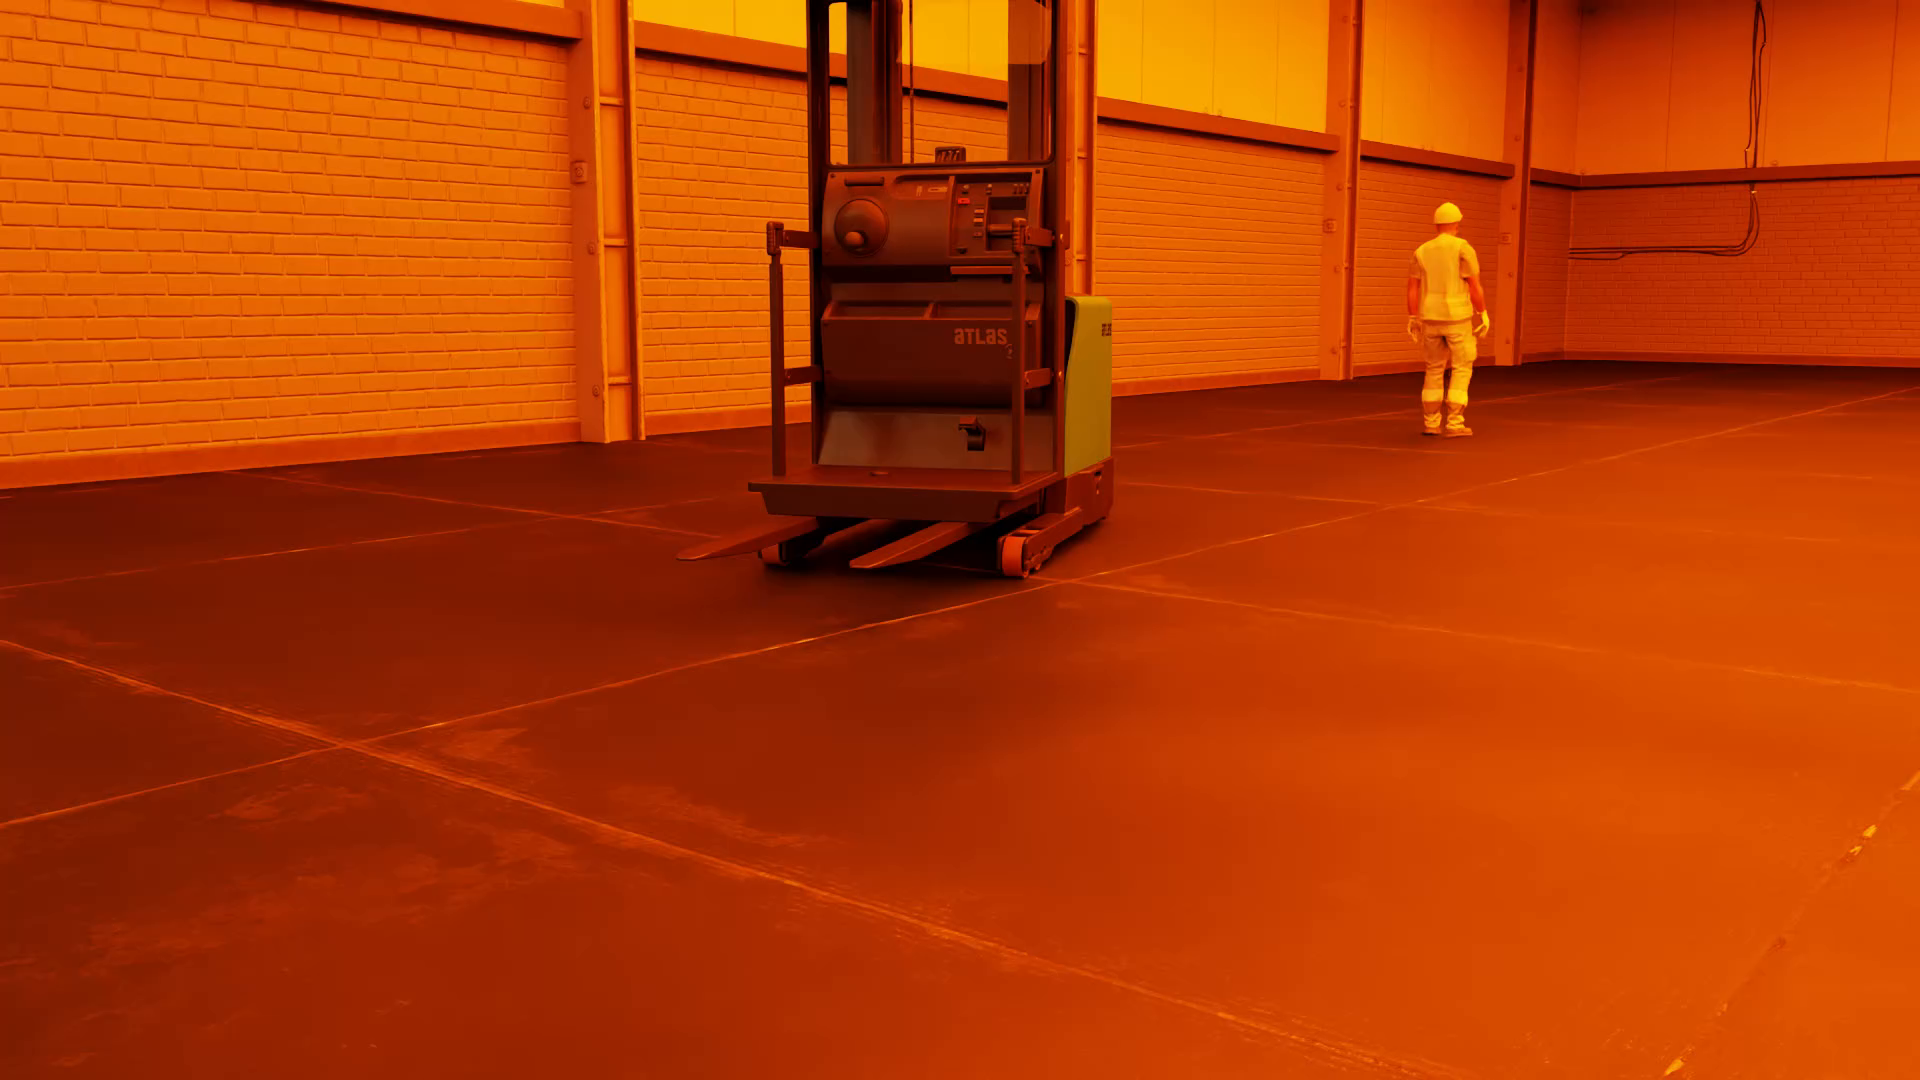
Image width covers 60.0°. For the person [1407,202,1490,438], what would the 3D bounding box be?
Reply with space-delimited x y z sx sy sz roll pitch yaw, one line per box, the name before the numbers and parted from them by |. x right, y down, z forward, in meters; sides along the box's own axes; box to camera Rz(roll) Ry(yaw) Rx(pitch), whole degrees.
person | 3.793 -1.680 12.825 0.631 1.811 0.500 8 12 44

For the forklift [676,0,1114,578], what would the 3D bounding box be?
forklift | -0.176 -1.366 6.616 1.130 2.935 3.031 3 9 17
